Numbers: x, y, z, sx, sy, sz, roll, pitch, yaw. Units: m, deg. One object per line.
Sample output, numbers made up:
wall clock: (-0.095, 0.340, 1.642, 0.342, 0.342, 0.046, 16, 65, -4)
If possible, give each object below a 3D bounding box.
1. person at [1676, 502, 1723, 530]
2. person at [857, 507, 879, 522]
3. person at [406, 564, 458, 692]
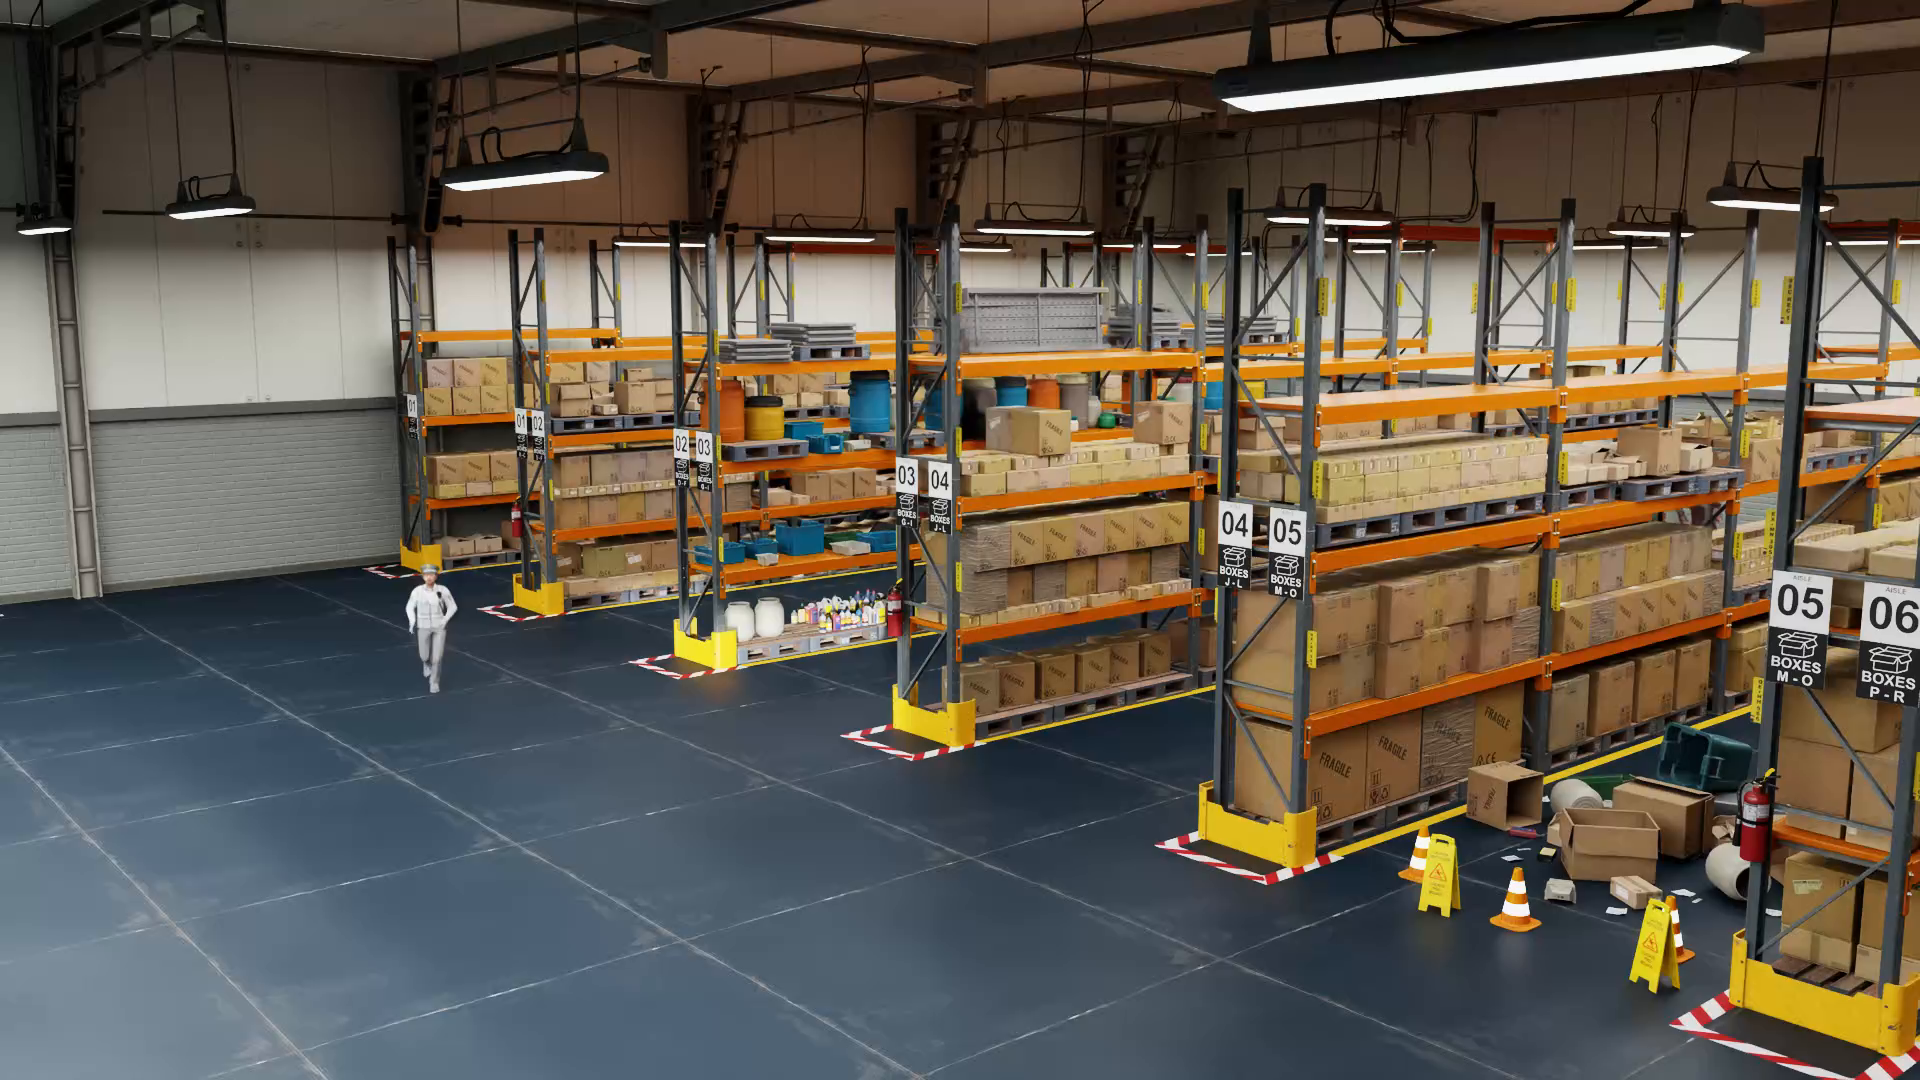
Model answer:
person: (13.009, -0.171, 29.125, 0.765, 1.794, 0.948, -2, 9, -12)
person: (-1.719, -0.551, 32.587, 0.537, 1.470, 0.549, 8, 12, 42)
person: (-6.738, 1.110, 21.237, 0.631, 1.649, 0.544, -2, 9, -14)
